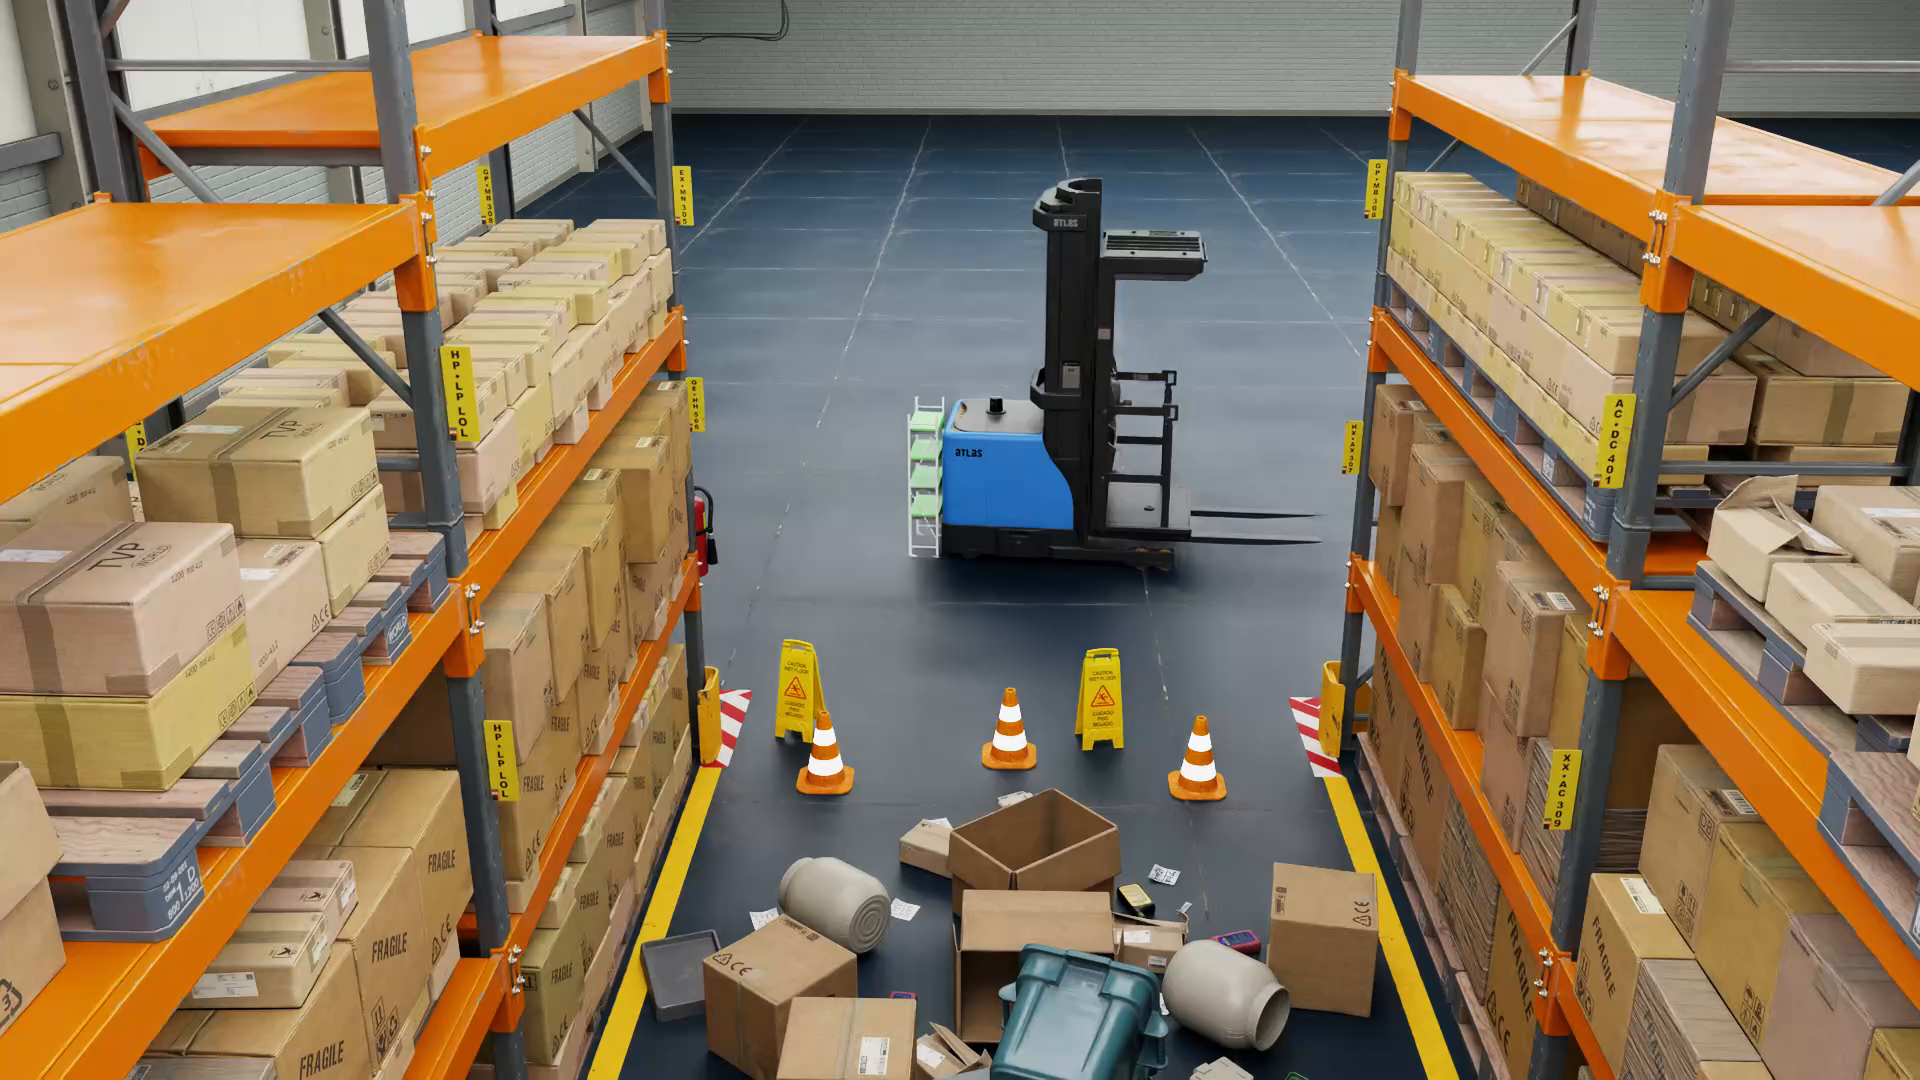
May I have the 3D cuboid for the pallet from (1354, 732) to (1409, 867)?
[{"bbox_3d":[2.915,1.497,9.673,1.003,0.211,1.213,1,21,2],"label":"pallet"}]

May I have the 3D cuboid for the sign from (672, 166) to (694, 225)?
[{"bbox_3d":[-1.536,-1.909,9.225,0.100,0.325,0.005,1,21,2],"label":"sign"}]

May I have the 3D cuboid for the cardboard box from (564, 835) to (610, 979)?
[{"bbox_3d":[-1.920,1.668,7.562,0.500,0.500,0.500,1,21,4],"label":"cardboard box"}]

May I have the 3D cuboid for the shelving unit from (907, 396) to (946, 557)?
[{"bbox_3d":[-0.269,-0.513,13.486,0.258,1.200,0.503,2,21,5],"label":"shelving unit"}]

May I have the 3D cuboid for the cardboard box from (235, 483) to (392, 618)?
[{"bbox_3d":[-2.085,0.024,5.095,0.500,0.250,0.500,0,21,1],"label":"cardboard box"}]

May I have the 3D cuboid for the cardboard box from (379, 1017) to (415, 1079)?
[{"bbox_3d":[-1.949,1.634,5.230,0.380,0.149,0.250,0,21,1],"label":"cardboard box"}]

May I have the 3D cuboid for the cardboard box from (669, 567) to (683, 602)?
[{"bbox_3d":[-1.785,0.236,9.414,0.380,0.149,0.250,0,21,1],"label":"cardboard box"}]

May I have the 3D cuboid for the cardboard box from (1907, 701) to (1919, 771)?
[{"bbox_3d":[2.470,0.449,3.838,0.396,0.266,0.258,1,21,2],"label":"cardboard box"}]

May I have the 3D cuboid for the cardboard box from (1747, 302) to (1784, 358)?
[{"bbox_3d":[3.096,-0.763,6.021,0.380,0.149,0.250,0,21,1],"label":"cardboard box"}]

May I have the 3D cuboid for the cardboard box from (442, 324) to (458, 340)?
[{"bbox_3d":[-2.423,-0.845,7.504,0.500,0.250,0.500,1,21,3],"label":"cardboard box"}]

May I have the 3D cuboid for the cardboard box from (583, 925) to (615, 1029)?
[{"bbox_3d":[-1.919,2.018,7.696,0.500,0.250,0.500,2,21,5],"label":"cardboard box"}]

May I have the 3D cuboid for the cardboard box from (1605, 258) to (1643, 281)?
[{"bbox_3d":[3.077,-1.078,7.385,0.500,0.250,0.500,1,21,2],"label":"cardboard box"}]

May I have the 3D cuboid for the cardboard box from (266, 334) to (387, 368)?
[{"bbox_3d":[-2.515,-0.718,6.625,0.380,0.149,0.250,1,21,3],"label":"cardboard box"}]

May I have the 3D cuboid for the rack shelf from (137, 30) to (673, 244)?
[{"bbox_3d":[-2.151,-1.848,7.144,1.077,0.370,4.000,1,21,2],"label":"rack shelf"}]

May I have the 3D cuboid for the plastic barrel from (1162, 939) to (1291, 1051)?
[{"bbox_3d":[1.240,2.127,7.755,0.512,0.421,0.421,18,27,38],"label":"plastic barrel"}]

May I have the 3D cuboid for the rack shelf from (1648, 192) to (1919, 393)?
[{"bbox_3d":[2.678,-0.199,3.442,1.077,0.370,4.000,1,21,2],"label":"rack shelf"}]

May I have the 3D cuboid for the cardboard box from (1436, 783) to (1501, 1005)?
[{"bbox_3d":[2.852,1.595,7.921,0.875,0.875,0.875,1,21,2],"label":"cardboard box"}]

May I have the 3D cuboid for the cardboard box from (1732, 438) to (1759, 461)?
[{"bbox_3d":[3.096,-0.392,6.168,0.380,0.149,0.250,1,21,2],"label":"cardboard box"}]

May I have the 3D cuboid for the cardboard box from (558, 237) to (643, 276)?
[{"bbox_3d":[-1.841,-1.453,8.520,0.380,0.149,0.250,0,21,1],"label":"cardboard box"}]

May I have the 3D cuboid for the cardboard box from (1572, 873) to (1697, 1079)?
[{"bbox_3d":[2.454,1.494,5.688,0.500,0.500,0.500,1,21,2],"label":"cardboard box"}]

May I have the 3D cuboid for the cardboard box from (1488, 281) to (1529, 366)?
[{"bbox_3d":[2.530,-0.901,6.928,0.500,0.250,0.500,0,21,1],"label":"cardboard box"}]

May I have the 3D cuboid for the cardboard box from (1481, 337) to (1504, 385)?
[{"bbox_3d":[2.468,-0.766,7.133,0.380,0.149,0.250,0,21,1],"label":"cardboard box"}]

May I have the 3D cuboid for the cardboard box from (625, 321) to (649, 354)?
[{"bbox_3d":[-1.838,-1.074,8.645,0.380,0.149,0.250,1,21,3],"label":"cardboard box"}]

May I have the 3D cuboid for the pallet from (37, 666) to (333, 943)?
[{"bbox_3d":[-2.366,0.621,4.187,1.213,0.211,1.003,1,21,2],"label":"pallet"}]

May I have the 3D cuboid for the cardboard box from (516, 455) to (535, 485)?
[{"bbox_3d":[-1.949,-0.331,6.730,0.380,0.149,0.250,1,21,3],"label":"cardboard box"}]

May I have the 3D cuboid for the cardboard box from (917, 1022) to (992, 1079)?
[{"bbox_3d":[-0.042,2.339,7.427,0.258,0.266,0.396,-16,26,-35],"label":"cardboard box"}]

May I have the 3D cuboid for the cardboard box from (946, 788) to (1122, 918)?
[{"bbox_3d":[0.387,1.716,8.705,0.797,0.503,0.637,-16,26,-35],"label":"cardboard box"}]

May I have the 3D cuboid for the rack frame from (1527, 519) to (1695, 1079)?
[{"bbox_3d":[2.739,1.353,6.188,1.000,3.000,0.127,1,21,2],"label":"rack frame"}]

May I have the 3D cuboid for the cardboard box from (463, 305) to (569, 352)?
[{"bbox_3d":[-1.891,-0.900,7.093,0.380,0.149,0.250,0,21,1],"label":"cardboard box"}]

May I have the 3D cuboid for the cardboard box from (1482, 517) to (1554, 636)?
[{"bbox_3d":[2.839,0.253,7.324,0.875,0.550,0.550,1,21,2],"label":"cardboard box"}]

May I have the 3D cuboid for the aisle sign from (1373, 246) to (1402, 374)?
[{"bbox_3d":[2.563,-1.334,9.520,0.394,0.787,0.004,1,21,2],"label":"aisle sign"}]

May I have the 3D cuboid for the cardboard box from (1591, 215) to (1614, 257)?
[{"bbox_3d":[3.151,-1.403,7.672,0.380,0.149,0.250,0,21,1],"label":"cardboard box"}]

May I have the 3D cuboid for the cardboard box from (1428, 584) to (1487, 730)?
[{"bbox_3d":[2.782,0.564,8.015,0.875,0.550,0.500,1,21,2],"label":"cardboard box"}]

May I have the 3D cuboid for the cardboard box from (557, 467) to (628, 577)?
[{"bbox_3d":[-1.977,-0.028,7.817,0.700,0.500,0.500,1,21,1],"label":"cardboard box"}]

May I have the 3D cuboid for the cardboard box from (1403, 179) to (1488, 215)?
[{"bbox_3d":[2.524,-1.781,8.645,0.380,0.149,0.250,1,21,2],"label":"cardboard box"}]

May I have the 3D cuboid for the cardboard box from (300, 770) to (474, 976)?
[{"bbox_3d":[-1.996,1.124,5.650,0.500,0.500,0.500,0,21,1],"label":"cardboard box"}]

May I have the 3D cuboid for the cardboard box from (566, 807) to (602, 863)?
[{"bbox_3d":[-1.846,1.329,7.539,0.380,0.149,0.250,1,21,4],"label":"cardboard box"}]

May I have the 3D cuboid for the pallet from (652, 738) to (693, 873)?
[{"bbox_3d":[-2.153,1.510,9.640,1.003,0.211,1.213,1,21,2],"label":"pallet"}]

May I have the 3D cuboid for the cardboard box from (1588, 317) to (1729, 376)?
[{"bbox_3d":[2.431,-0.678,5.803,0.380,0.149,0.250,0,21,1],"label":"cardboard box"}]

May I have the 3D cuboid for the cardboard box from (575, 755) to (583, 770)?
[{"bbox_3d":[-1.929,0.968,7.529,0.380,0.149,0.250,1,21,1],"label":"cardboard box"}]

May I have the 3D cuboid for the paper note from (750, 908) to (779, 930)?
[{"bbox_3d":[-1.014,1.976,8.687,0.142,0.019,0.148,-7,22,-17],"label":"paper note"}]

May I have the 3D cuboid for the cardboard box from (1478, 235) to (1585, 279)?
[{"bbox_3d":[2.477,-1.227,7.218,0.380,0.149,0.250,1,21,2],"label":"cardboard box"}]

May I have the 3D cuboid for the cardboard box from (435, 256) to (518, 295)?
[{"bbox_3d":[-2.360,-1.276,8.063,0.380,0.149,0.250,1,21,1],"label":"cardboard box"}]

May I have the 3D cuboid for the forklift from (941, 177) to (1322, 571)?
[{"bbox_3d":[1.401,-1.326,13.188,3.031,2.935,1.130,2,21,6],"label":"forklift"}]

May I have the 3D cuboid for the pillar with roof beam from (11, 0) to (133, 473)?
[{"bbox_3d":[-3.488,-4.841,13.860,9.100,9.000,0.400,1,21,2],"label":"pillar with roof beam"}]

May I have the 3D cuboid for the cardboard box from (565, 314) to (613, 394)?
[{"bbox_3d":[-1.877,-0.838,7.485,0.500,0.250,0.500,1,21,2],"label":"cardboard box"}]

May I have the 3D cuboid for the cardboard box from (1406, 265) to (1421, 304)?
[{"bbox_3d":[2.515,-1.314,8.543,0.380,0.149,0.250,1,21,2],"label":"cardboard box"}]

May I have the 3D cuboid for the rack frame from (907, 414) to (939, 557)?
[{"bbox_3d":[-0.294,-0.425,13.260,0.240,1.200,0.015,2,21,5],"label":"rack frame"}]

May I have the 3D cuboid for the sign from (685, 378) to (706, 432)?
[{"bbox_3d":[-1.536,-0.785,9.661,0.100,0.325,0.005,1,21,2],"label":"sign"}]

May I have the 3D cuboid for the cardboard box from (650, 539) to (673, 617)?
[{"bbox_3d":[-1.851,0.084,8.910,0.500,0.500,0.500,1,21,2],"label":"cardboard box"}]
